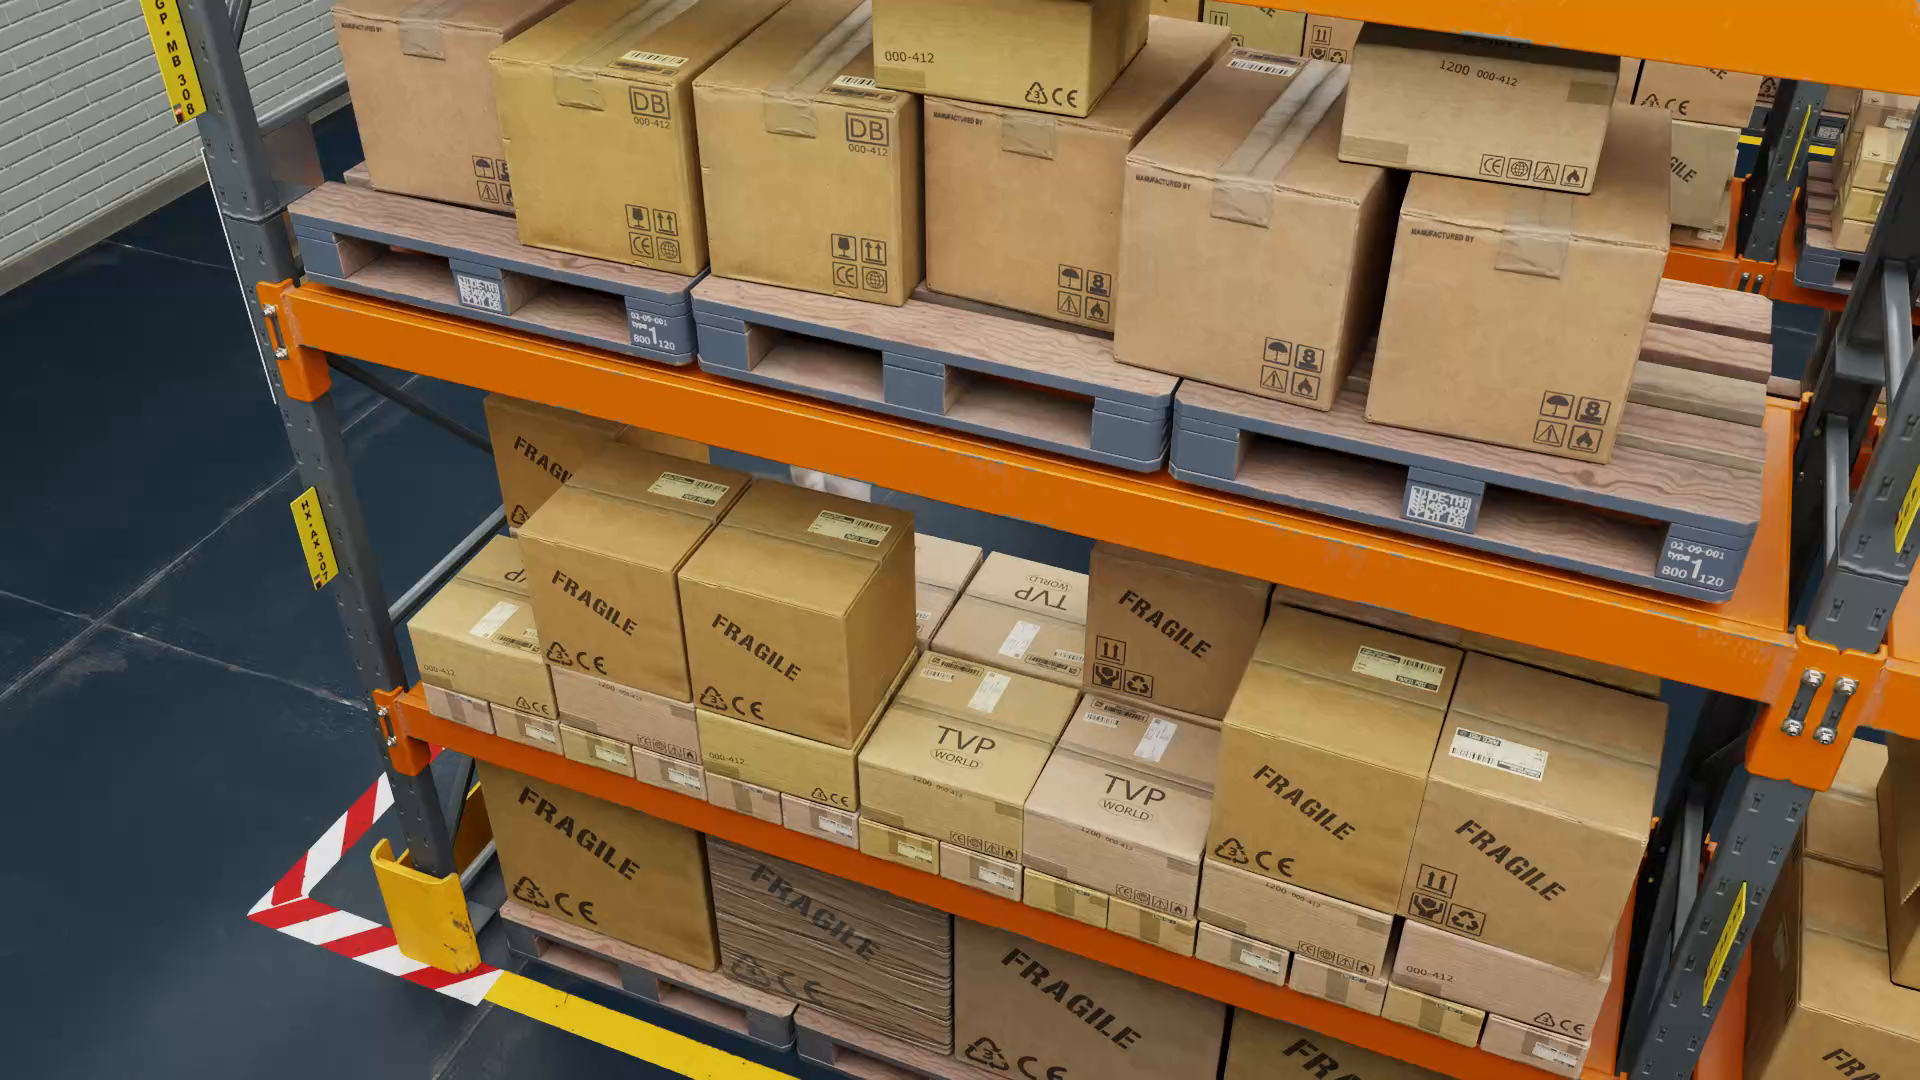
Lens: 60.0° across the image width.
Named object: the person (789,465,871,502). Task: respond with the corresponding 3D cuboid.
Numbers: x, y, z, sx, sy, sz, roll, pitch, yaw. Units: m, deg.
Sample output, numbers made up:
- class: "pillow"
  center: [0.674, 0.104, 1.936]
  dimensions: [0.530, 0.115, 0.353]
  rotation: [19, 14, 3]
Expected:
- class: "person"
  center: [-0.587, -0.141, 7.020]
  dimensions: [0.423, 1.775, 0.655]
  rotation: [11, 38, 15]
